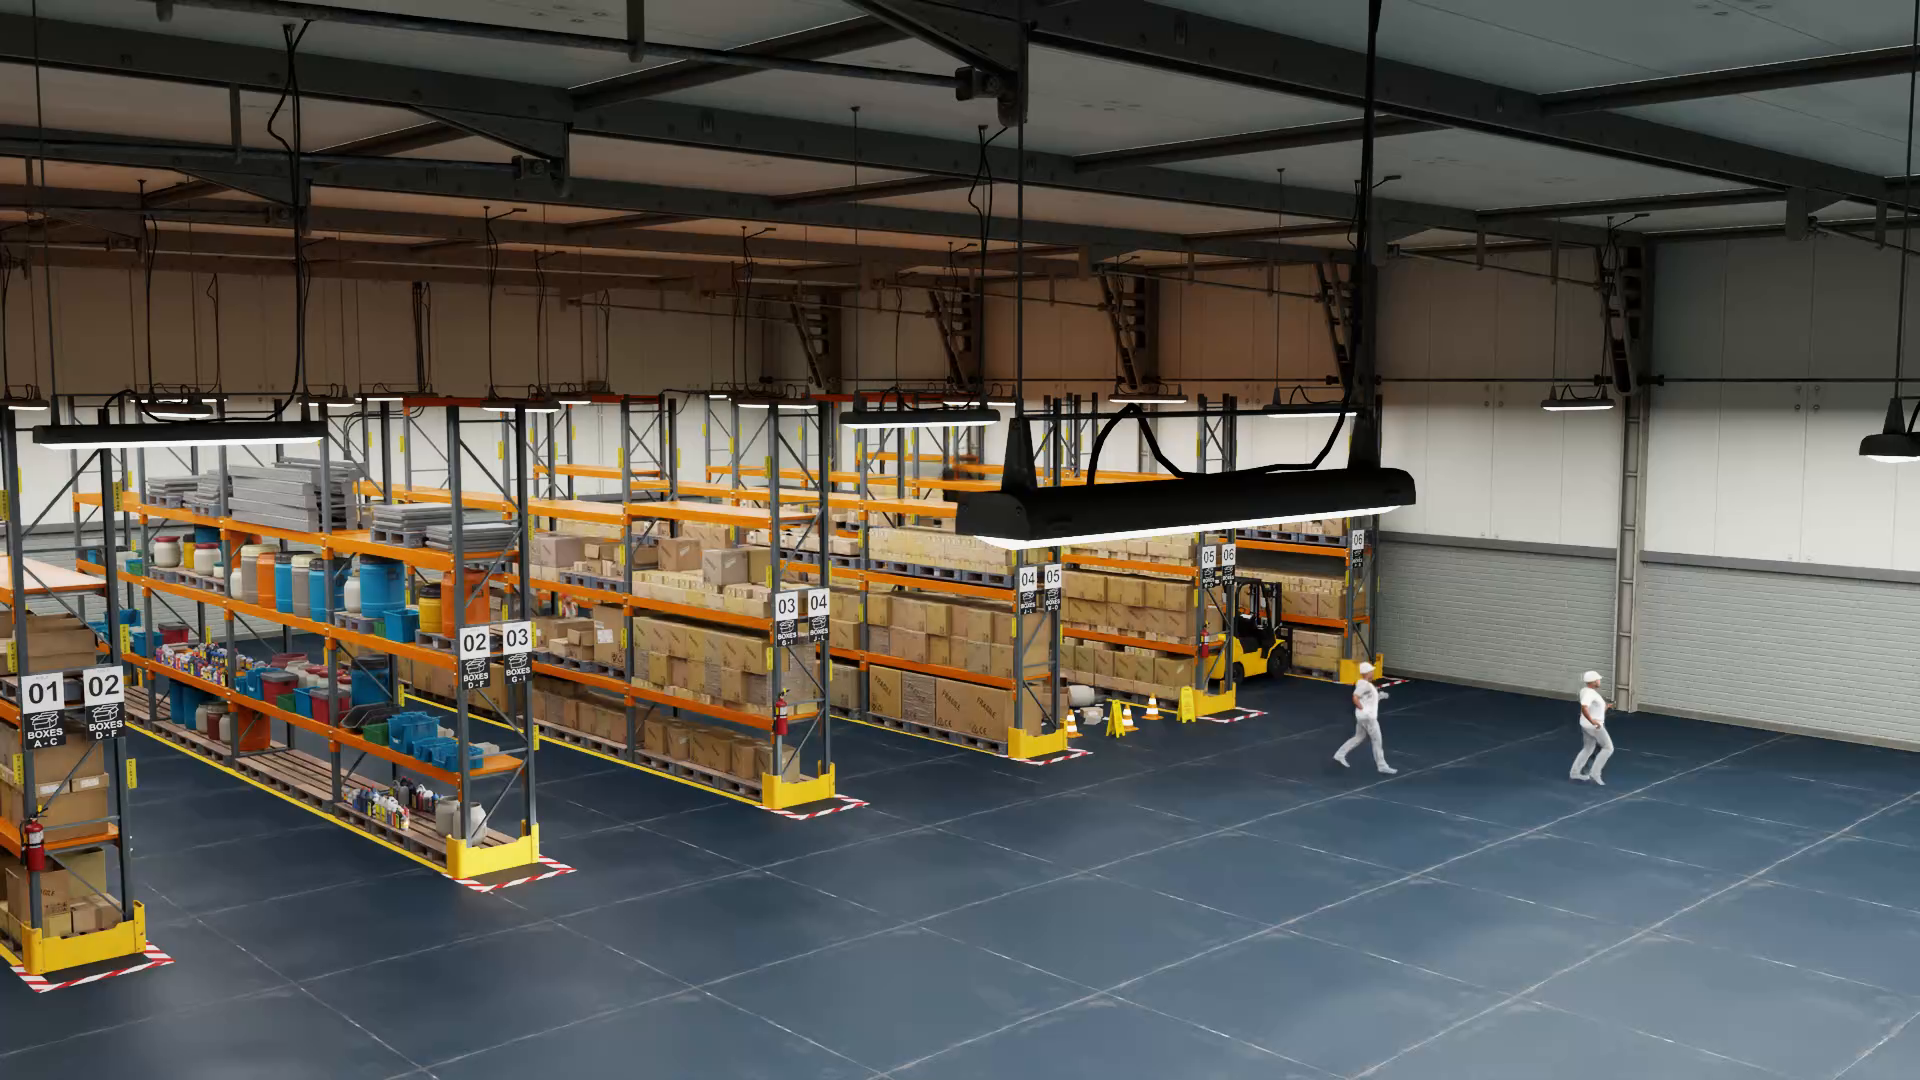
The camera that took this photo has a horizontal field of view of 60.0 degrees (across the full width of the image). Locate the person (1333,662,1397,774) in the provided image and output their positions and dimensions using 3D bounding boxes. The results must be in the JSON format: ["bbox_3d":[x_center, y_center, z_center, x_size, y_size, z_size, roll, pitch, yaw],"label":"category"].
[{"bbox_3d":[6.511,2.838,26.641,0.997,1.771,0.683,0,6,3],"label":"person"}]

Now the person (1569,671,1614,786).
[{"bbox_3d":[9.918,2.948,26.005,0.696,1.809,0.674,0,6,1],"label":"person"}]

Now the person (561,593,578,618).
[{"bbox_3d":[-8.468,1.963,36.094,0.706,1.727,0.737,-5,8,-44],"label":"person"}]

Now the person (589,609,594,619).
[{"bbox_3d":[-8.918,1.514,41.017,0.543,1.713,0.714,2,6,20],"label":"person"}]
